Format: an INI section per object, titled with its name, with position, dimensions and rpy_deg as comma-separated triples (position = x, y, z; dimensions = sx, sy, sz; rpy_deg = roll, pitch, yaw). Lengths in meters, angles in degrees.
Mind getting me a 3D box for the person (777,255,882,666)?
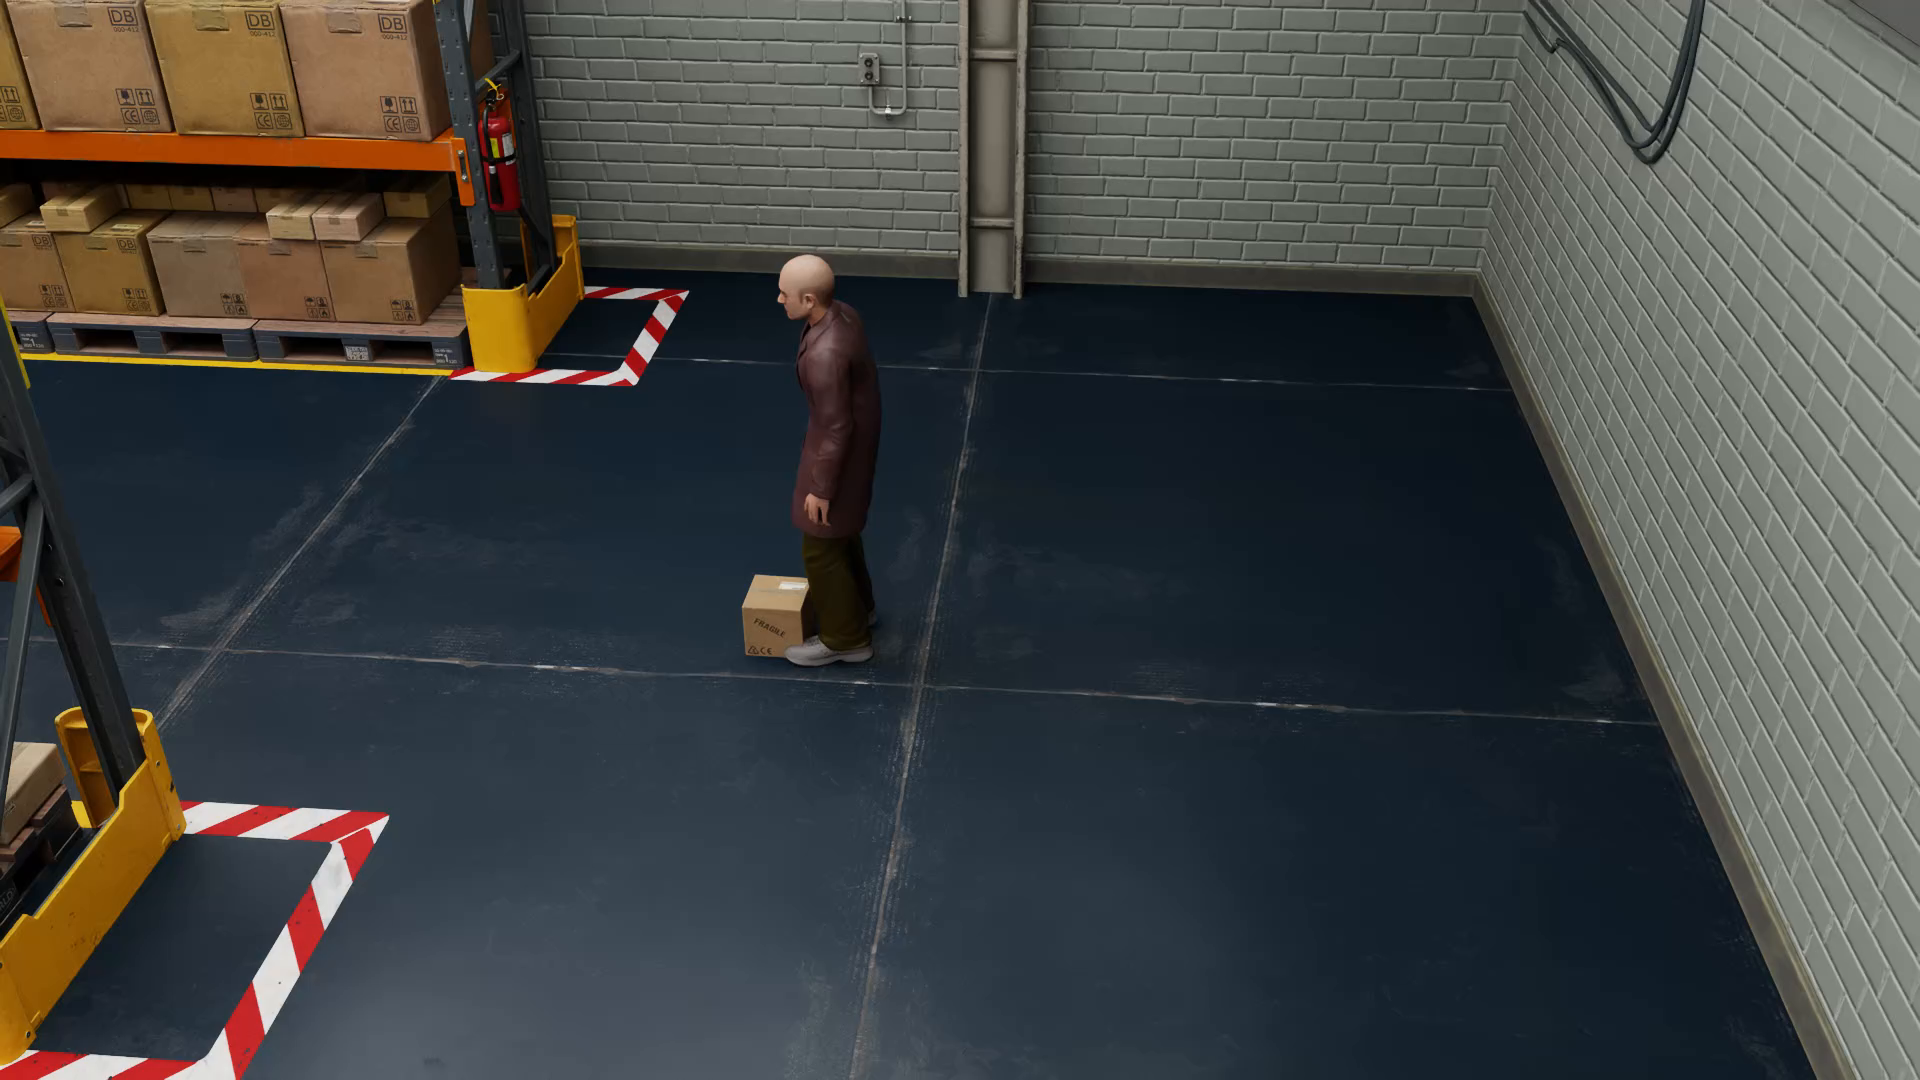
[person]
position = -0.522, -0.311, 6.657
dimensions = 0.429, 1.772, 0.648
rpy_deg = 1, 32, 1
